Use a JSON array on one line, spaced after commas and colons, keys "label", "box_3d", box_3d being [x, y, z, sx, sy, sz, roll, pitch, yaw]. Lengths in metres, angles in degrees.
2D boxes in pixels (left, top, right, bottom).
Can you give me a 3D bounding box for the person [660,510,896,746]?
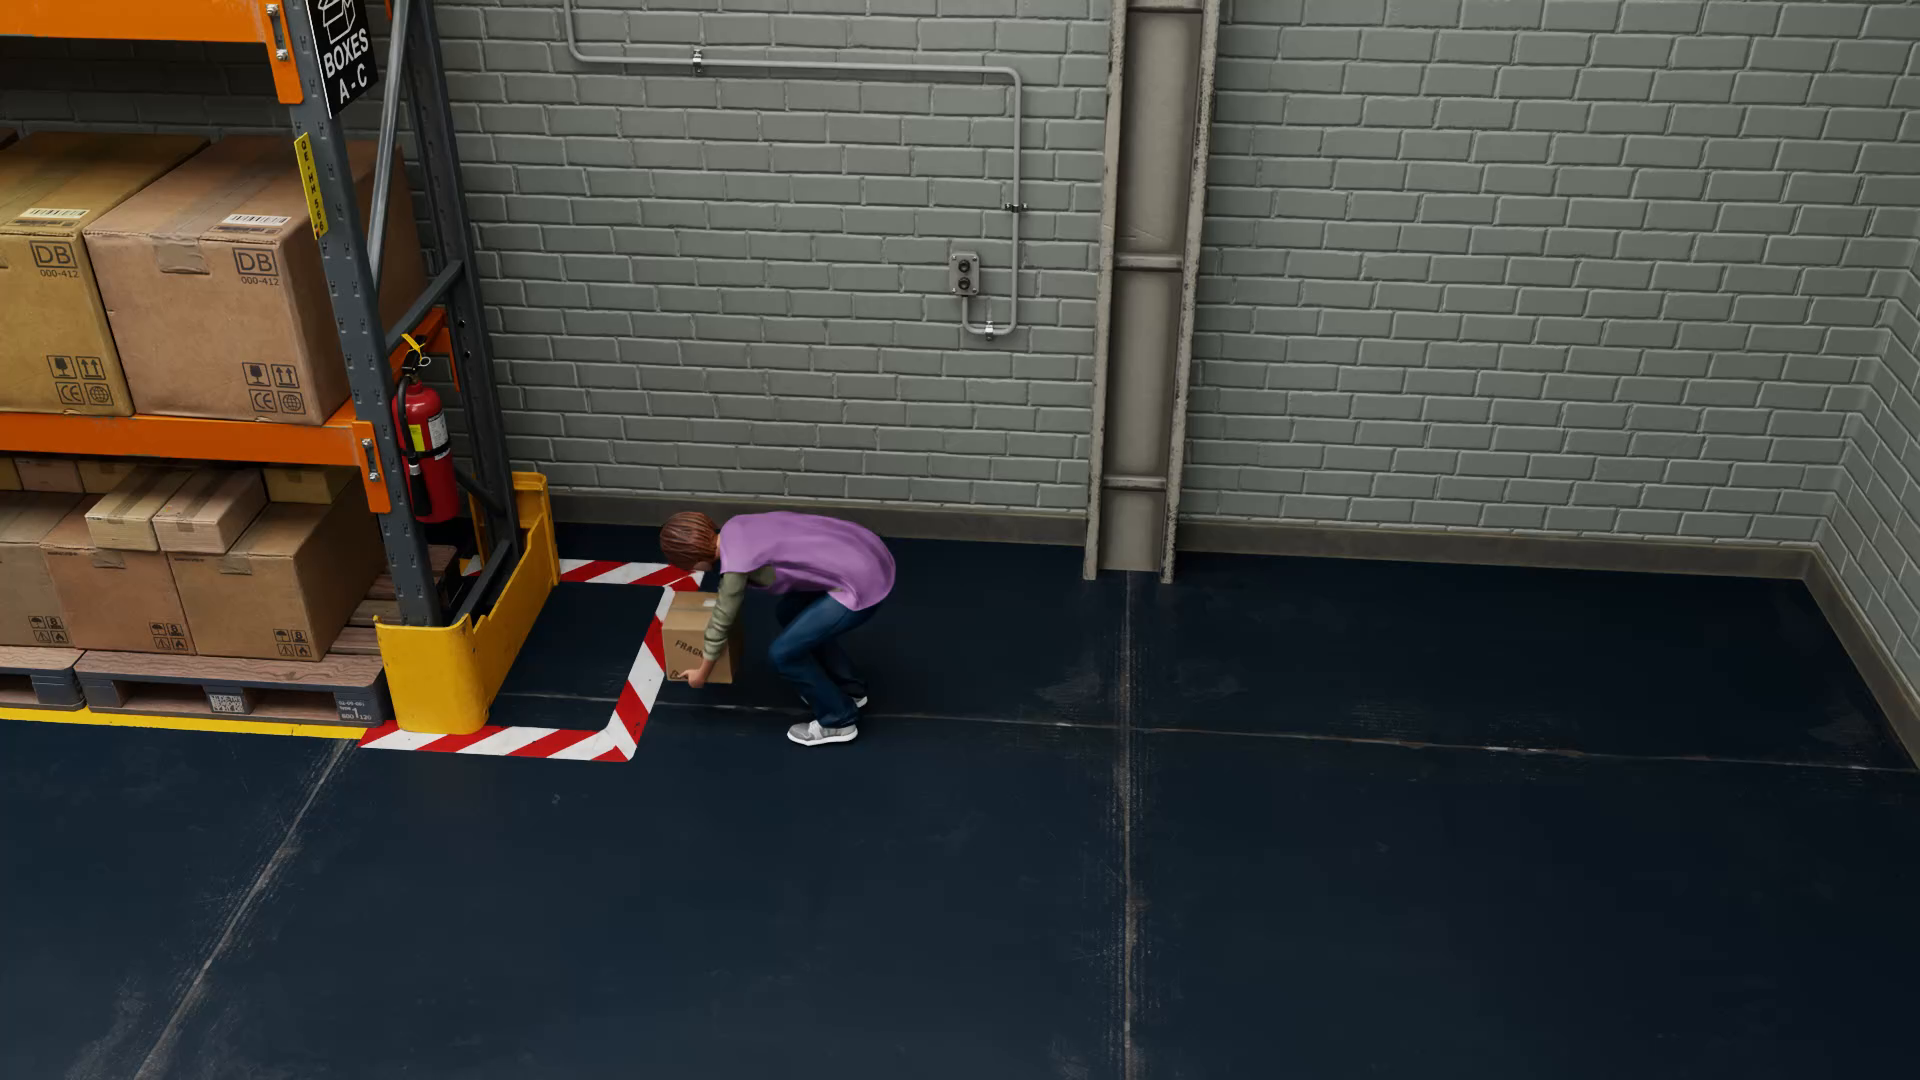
[{"label": "person", "box_3d": [-0.667, 0.312, 6.276, 0.863, 0.933, 0.429, 1, 32, 2]}]
